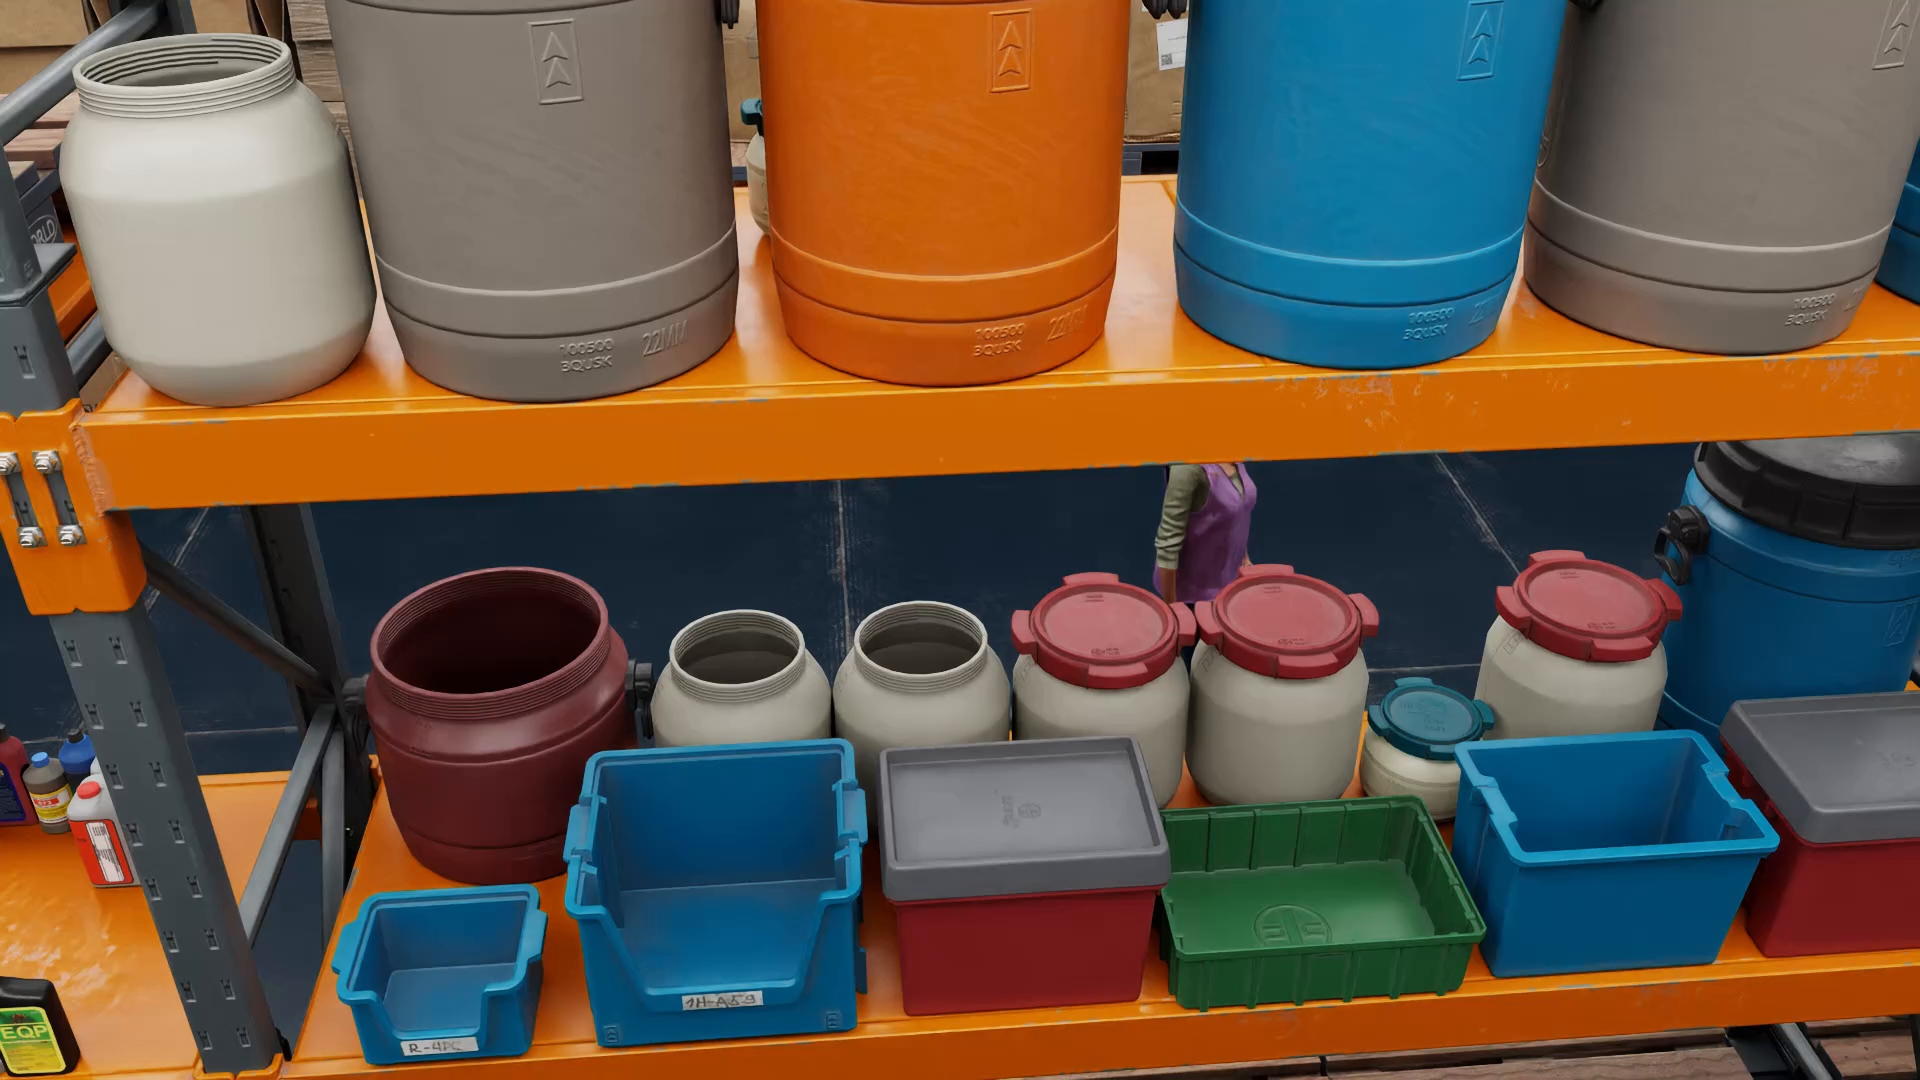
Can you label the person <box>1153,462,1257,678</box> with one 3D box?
[{"bbox_3d":[0.820,0.157,5.863,0.475,1.581,0.460,15,35,23],"label":"person"}]
